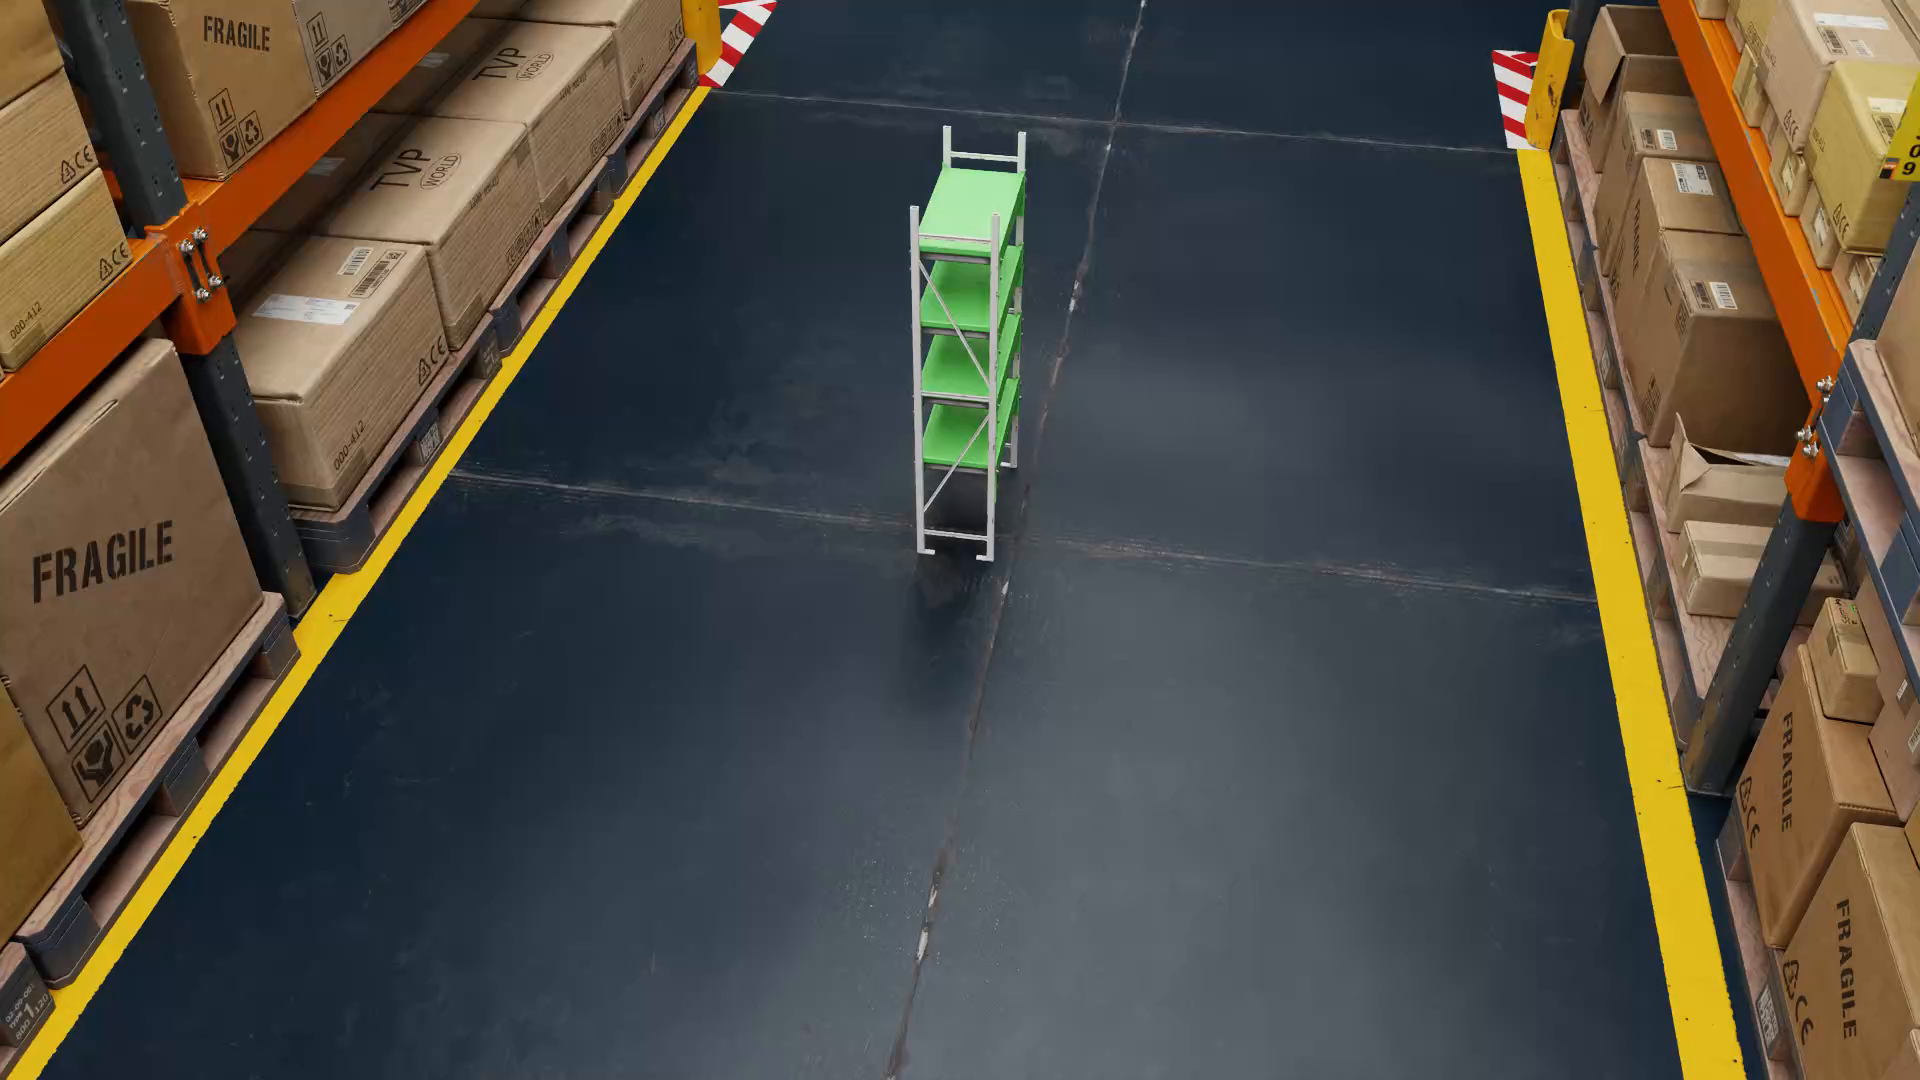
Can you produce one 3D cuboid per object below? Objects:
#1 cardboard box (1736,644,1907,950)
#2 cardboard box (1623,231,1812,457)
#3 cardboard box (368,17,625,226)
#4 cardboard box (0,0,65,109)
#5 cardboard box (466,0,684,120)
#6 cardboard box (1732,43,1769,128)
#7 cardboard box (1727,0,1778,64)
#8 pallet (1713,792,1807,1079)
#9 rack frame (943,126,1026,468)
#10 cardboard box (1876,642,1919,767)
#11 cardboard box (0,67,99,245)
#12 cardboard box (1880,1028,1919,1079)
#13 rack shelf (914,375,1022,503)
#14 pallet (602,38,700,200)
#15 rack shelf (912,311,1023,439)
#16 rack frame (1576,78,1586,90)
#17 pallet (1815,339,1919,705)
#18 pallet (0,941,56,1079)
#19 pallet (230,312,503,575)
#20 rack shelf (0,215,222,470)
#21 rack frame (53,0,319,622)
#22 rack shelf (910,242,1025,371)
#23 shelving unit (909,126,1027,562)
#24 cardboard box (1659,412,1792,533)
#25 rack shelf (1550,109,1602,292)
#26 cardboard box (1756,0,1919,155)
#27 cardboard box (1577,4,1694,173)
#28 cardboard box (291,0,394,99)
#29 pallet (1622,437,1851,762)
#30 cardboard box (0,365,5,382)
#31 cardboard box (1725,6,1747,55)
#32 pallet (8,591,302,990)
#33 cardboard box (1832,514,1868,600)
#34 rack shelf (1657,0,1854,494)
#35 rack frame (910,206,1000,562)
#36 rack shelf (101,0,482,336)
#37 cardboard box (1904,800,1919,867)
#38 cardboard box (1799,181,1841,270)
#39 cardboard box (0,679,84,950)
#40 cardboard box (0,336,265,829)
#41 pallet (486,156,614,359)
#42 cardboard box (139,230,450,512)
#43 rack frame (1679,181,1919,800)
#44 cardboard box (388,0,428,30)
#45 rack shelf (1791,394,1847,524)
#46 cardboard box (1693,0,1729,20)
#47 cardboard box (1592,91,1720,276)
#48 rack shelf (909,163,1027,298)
[{"bbox_3d":[2.133,0.618,3.781,0.500,0.500,0.500,8,40,10],"label":"cardboard box"},{"bbox_3d":[2.565,-0.614,5.271,0.700,0.500,0.500,5,40,6],"label":"cardboard box"},{"bbox_3d":[-1.925,-1.692,6.623,0.875,0.438,0.875,7,40,9],"label":"cardboard box"},{"bbox_3d":[-2.282,-1.123,3.391,0.500,0.500,0.500,8,40,9],"label":"cardboard box"},{"bbox_3d":[-1.775,-2.267,7.319,0.875,0.438,0.875,5,40,6],"label":"cardboard box"},{"bbox_3d":[2.378,-1.250,4.605,0.380,0.149,0.250,6,40,7],"label":"cardboard box"},{"bbox_3d":[2.457,-1.493,4.587,0.500,0.250,0.500,6,40,7],"label":"cardboard box"},{"bbox_3d":[2.334,1.127,3.722,1.003,0.211,1.213,6,40,8],"label":"pallet"},{"bbox_3d":[0.071,-0.719,5.179,0.240,1.200,0.015,6,40,8],"label":"rack frame"},{"bbox_3d":[2.116,0.339,3.376,0.380,0.149,0.250,5,40,6],"label":"cardboard box"},{"bbox_3d":[-2.288,-0.839,3.636,0.500,0.250,0.500,6,40,8],"label":"cardboard box"},{"bbox_3d":[1.959,1.266,2.997,0.500,0.500,0.500,5,40,6],"label":"cardboard box"},{"bbox_3d":[0.029,-0.332,5.187,0.258,0.148,0.480,6,40,8],"label":"rack shelf"},{"bbox_3d":[-1.821,-1.933,7.422,1.003,0.211,1.213,6,40,8],"label":"pallet"},{"bbox_3d":[0.029,-0.517,5.034,0.258,0.148,0.480,6,40,8],"label":"rack shelf"},{"bbox_3d":[3.127,-2.973,6.492,0.949,2.616,0.053,6,40,8],"label":"rack frame"},{"bbox_3d":[2.192,0.101,2.925,1.003,0.211,1.213,6,40,8],"label":"pallet"},{"bbox_3d":[-2.720,1.328,3.479,1.003,0.211,1.213,6,40,8],"label":"pallet"},{"bbox_3d":[-2.243,-0.401,5.570,1.003,0.211,1.213,6,40,8],"label":"pallet"},{"bbox_3d":[-2.798,0.525,2.826,1.077,0.370,4.000,6,40,8],"label":"rack shelf"},{"bbox_3d":[-2.452,-1.008,4.115,1.000,3.000,0.127,6,40,8],"label":"rack frame"},{"bbox_3d":[0.029,-0.702,4.881,0.258,0.148,0.480,6,40,8],"label":"rack shelf"},{"bbox_3d":[0.029,-0.566,4.993,0.258,1.200,0.503,6,40,8],"label":"shelving unit"},{"bbox_3d":[2.307,-0.177,4.926,0.396,0.266,0.258,8,40,9],"label":"cardboard box"},{"bbox_3d":[-12.545,-0.712,3.915,30.696,2.800,11.642,6,40,8],"label":"rack shelf"},{"bbox_3d":[2.358,-1.182,4.210,0.500,0.250,0.500,7,40,8],"label":"cardboard box"},{"bbox_3d":[2.931,-1.799,6.702,0.797,0.503,0.637,5,40,6],"label":"cardboard box"},{"bbox_3d":[-2.021,-1.627,4.785,0.500,0.500,0.500,7,40,8],"label":"cardboard box"},{"bbox_3d":[2.558,0.181,4.865,1.003,0.211,1.213,6,40,8],"label":"pallet"},{"bbox_3d":[-2.370,-0.321,3.402,0.500,0.250,0.500,6,40,7],"label":"cardboard box"},{"bbox_3d":[2.529,-1.560,4.980,0.380,0.149,0.250,6,40,8],"label":"cardboard box"},{"bbox_3d":[-2.511,0.560,4.407,1.003,0.211,1.213,6,40,8],"label":"pallet"},{"bbox_3d":[2.785,0.023,4.648,0.500,0.311,0.500,8,40,9],"label":"cardboard box"},{"bbox_3d":[2.784,-1.440,5.203,1.077,0.370,4.000,6,40,8],"label":"rack shelf"},{"bbox_3d":[-0.014,-0.413,4.808,0.240,1.200,0.015,6,40,8],"label":"rack frame"},{"bbox_3d":[-2.105,-1.985,5.862,1.077,0.370,4.000,6,40,8],"label":"rack shelf"},{"bbox_3d":[2.109,0.629,3.258,0.380,0.149,0.250,4,40,5],"label":"cardboard box"},{"bbox_3d":[2.268,-0.759,4.012,0.380,0.149,0.250,7,40,9],"label":"cardboard box"},{"bbox_3d":[-2.629,0.615,3.490,0.875,0.875,0.875,7,40,9],"label":"cardboard box"},{"bbox_3d":[-2.480,0.047,4.176,0.875,0.875,0.875,8,40,9],"label":"cardboard box"},{"bbox_3d":[-2.034,-1.169,6.499,1.003,0.211,1.213,6,40,8],"label":"pallet"},{"bbox_3d":[-2.237,-0.564,5.259,0.875,0.438,0.875,6,40,7],"label":"cardboard box"},{"bbox_3d":[2.438,-0.463,3.455,1.000,3.000,0.127,6,40,8],"label":"rack frame"},{"bbox_3d":[-1.929,-1.938,5.162,0.500,0.500,0.500,7,40,8],"label":"cardboard box"},{"bbox_3d":[2.092,1.070,2.166,1.077,0.370,4.000,6,40,8],"label":"rack shelf"},{"bbox_3d":[2.506,-1.729,5.185,0.380,0.149,0.250,7,40,9],"label":"cardboard box"},{"bbox_3d":[2.745,-1.266,6.059,0.700,0.500,0.500,8,40,9],"label":"cardboard box"},{"bbox_3d":[0.029,-0.887,4.728,0.258,0.148,0.480,6,40,8],"label":"rack shelf"}]
